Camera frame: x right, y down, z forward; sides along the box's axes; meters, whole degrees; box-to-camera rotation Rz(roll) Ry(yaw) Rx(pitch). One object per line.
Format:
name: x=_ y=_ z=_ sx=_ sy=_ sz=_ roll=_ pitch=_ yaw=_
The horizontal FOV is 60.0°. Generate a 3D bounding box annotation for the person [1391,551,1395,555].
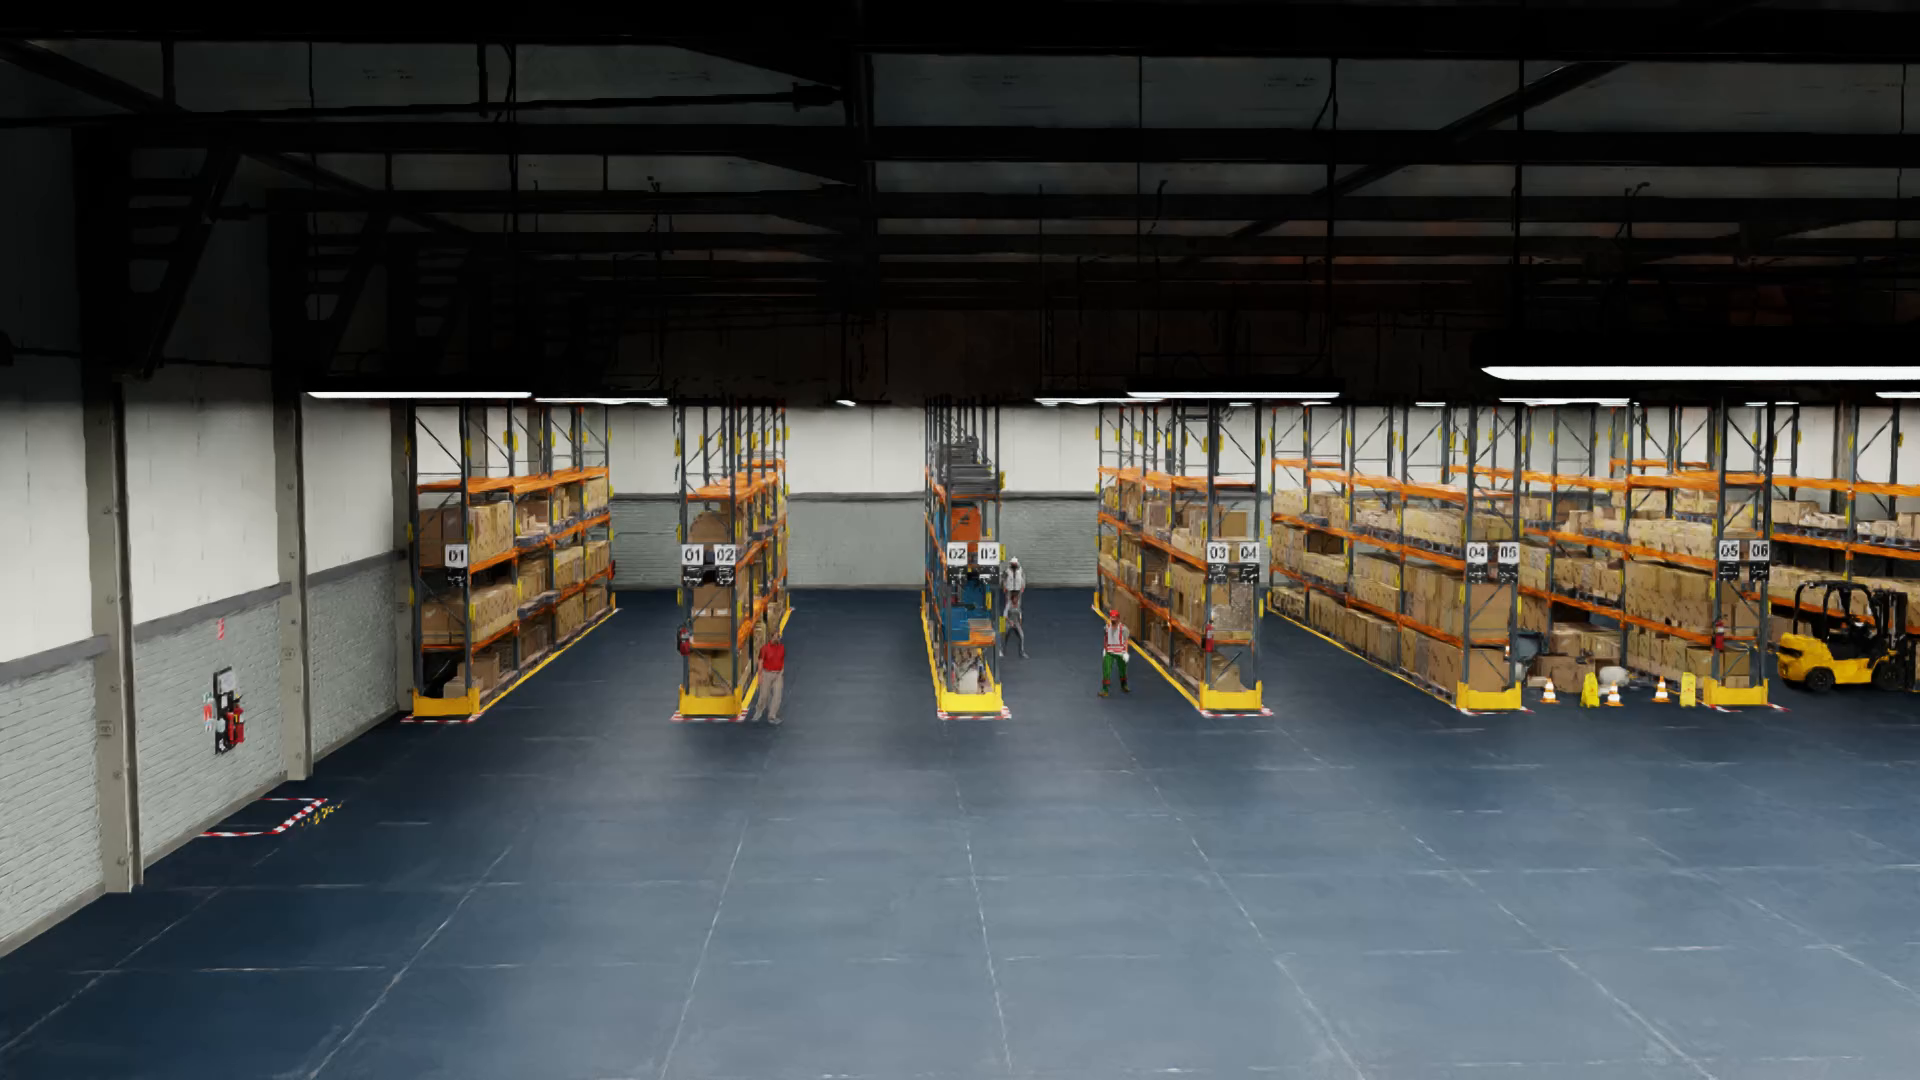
person: x=11.902 y=1.185 z=46.012 sx=0.649 sy=1.772 sz=0.698 roll=1 pitch=5 yaw=15

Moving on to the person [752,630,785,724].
person: x=-3.489 y=2.474 z=30.338 sx=0.592 sy=1.713 sz=0.569 roll=-4 pitch=6 yaw=-38

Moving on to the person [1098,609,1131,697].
person: x=3.094 y=2.244 z=33.195 sx=0.590 sy=1.747 sz=0.984 roll=2 pitch=5 yaw=19

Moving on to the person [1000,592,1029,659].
person: x=1.204 y=1.938 z=38.109 sx=0.562 sy=1.527 sz=0.782 roll=-2 pitch=5 yaw=-20

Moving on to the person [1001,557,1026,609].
person: x=1.452 y=1.308 z=45.085 sx=0.677 sy=1.726 sz=0.574 roll=0 pitch=5 yaw=-5
